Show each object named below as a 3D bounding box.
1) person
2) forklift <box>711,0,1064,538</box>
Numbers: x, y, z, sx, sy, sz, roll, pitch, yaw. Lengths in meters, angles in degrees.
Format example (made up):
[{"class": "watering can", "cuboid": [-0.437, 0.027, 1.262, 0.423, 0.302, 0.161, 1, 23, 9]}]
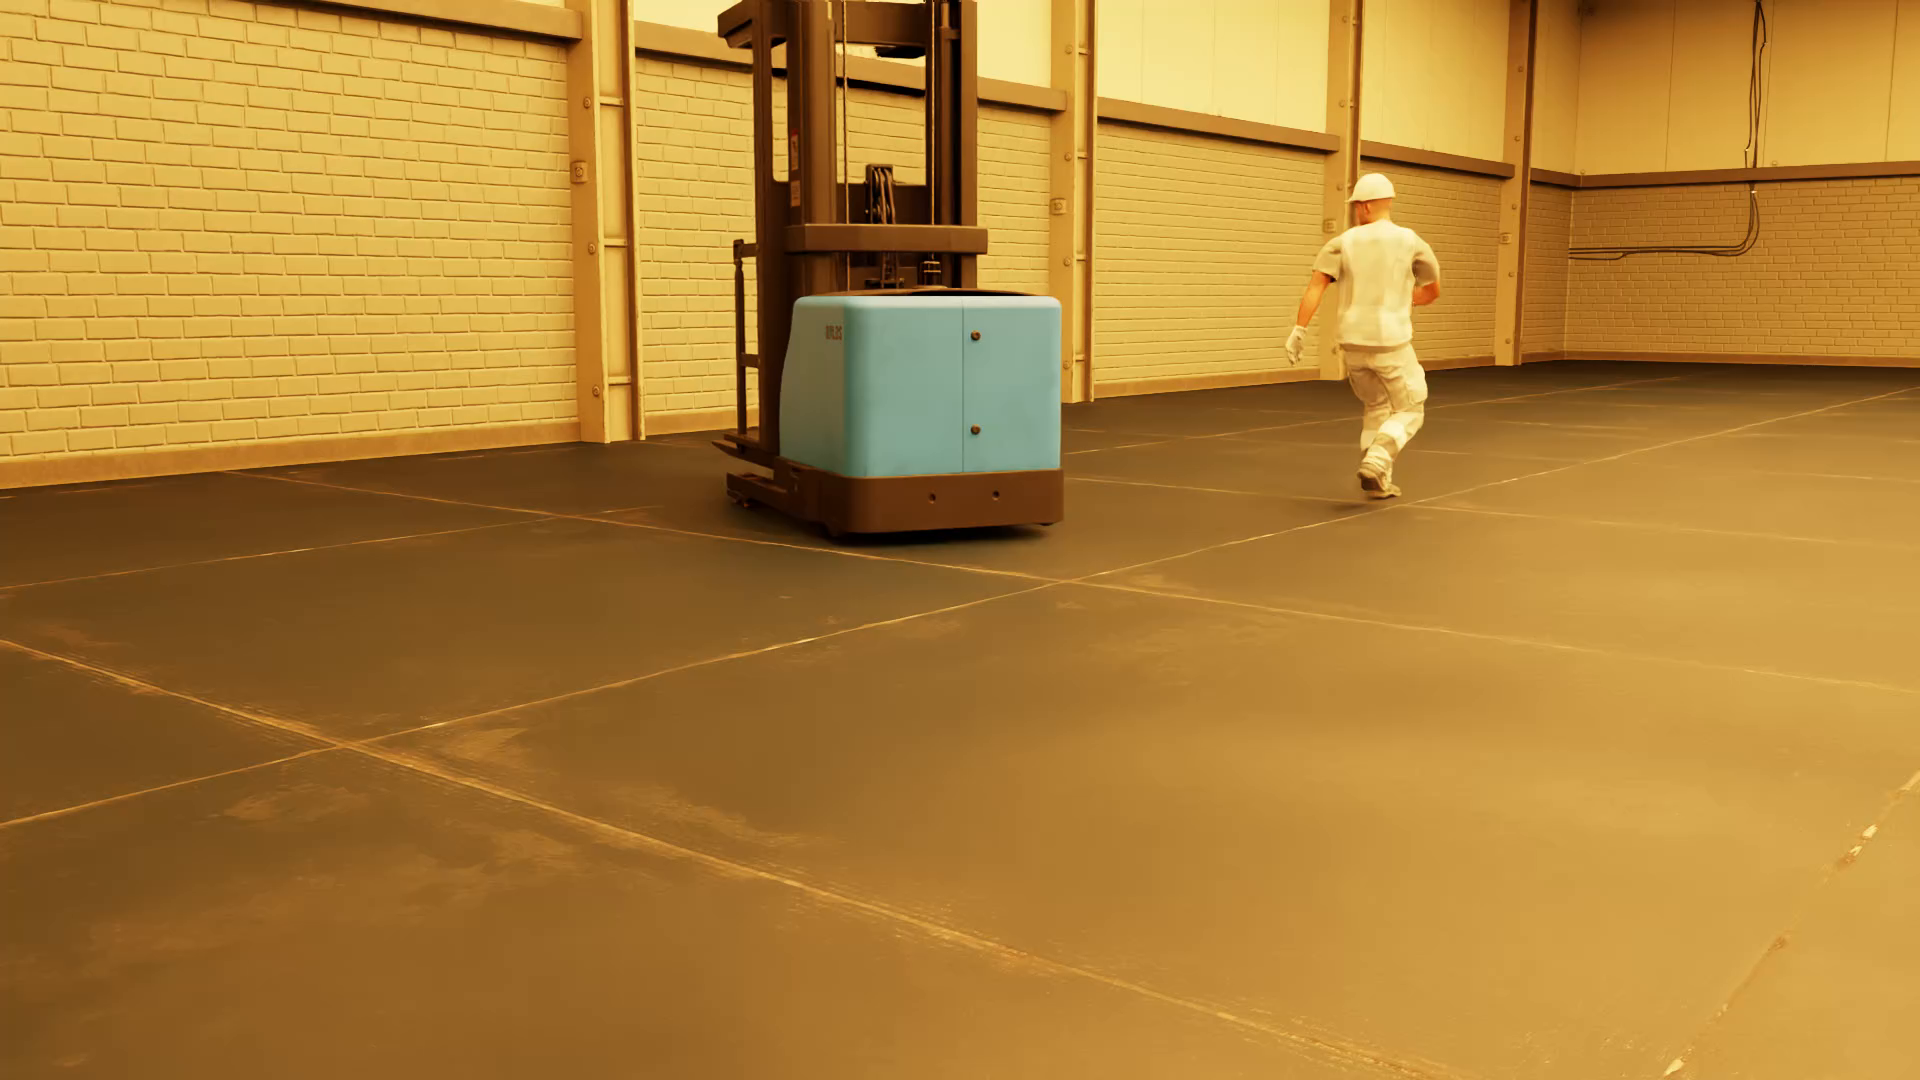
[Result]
[{"class": "person", "cuboid": [2.155, -1.047, 8.718, 0.628, 1.707, 0.785, 7, 11, 39]}, {"class": "forklift", "cuboid": [-0.573, -1.633, 8.444, 1.130, 2.935, 3.031, -4, 9, -23]}]
